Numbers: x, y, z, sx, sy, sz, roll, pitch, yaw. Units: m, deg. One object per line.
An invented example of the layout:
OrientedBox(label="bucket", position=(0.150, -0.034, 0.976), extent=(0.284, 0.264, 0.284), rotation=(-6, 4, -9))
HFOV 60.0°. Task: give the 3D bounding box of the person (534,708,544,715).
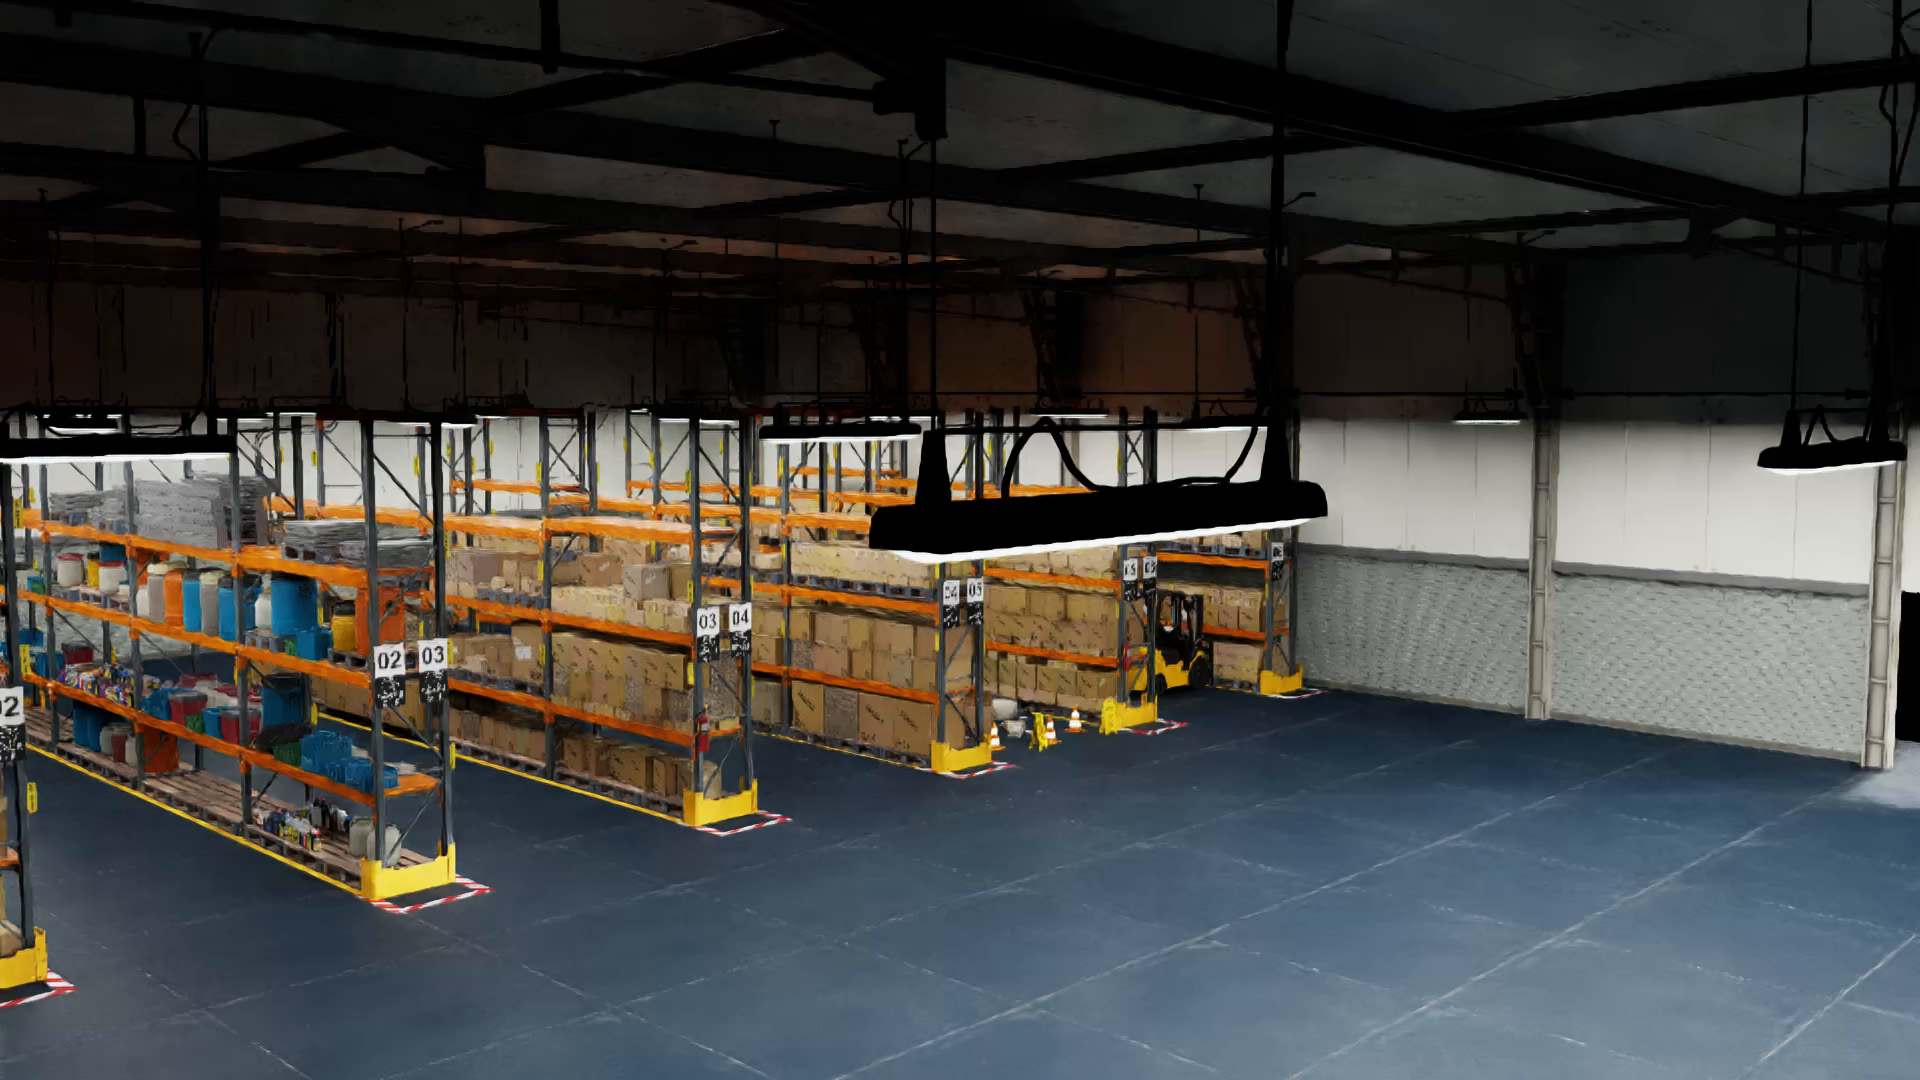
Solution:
OrientedBox(label="person", position=(-8.221, 2.561, 32.621), extent=(0.609, 1.763, 0.457), rotation=(2, 5, 17))

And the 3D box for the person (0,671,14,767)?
OrientedBox(label="person", position=(-16.190, 3.019, 28.030), extent=(0.535, 1.676, 0.682), rotation=(5, 7, 42))
